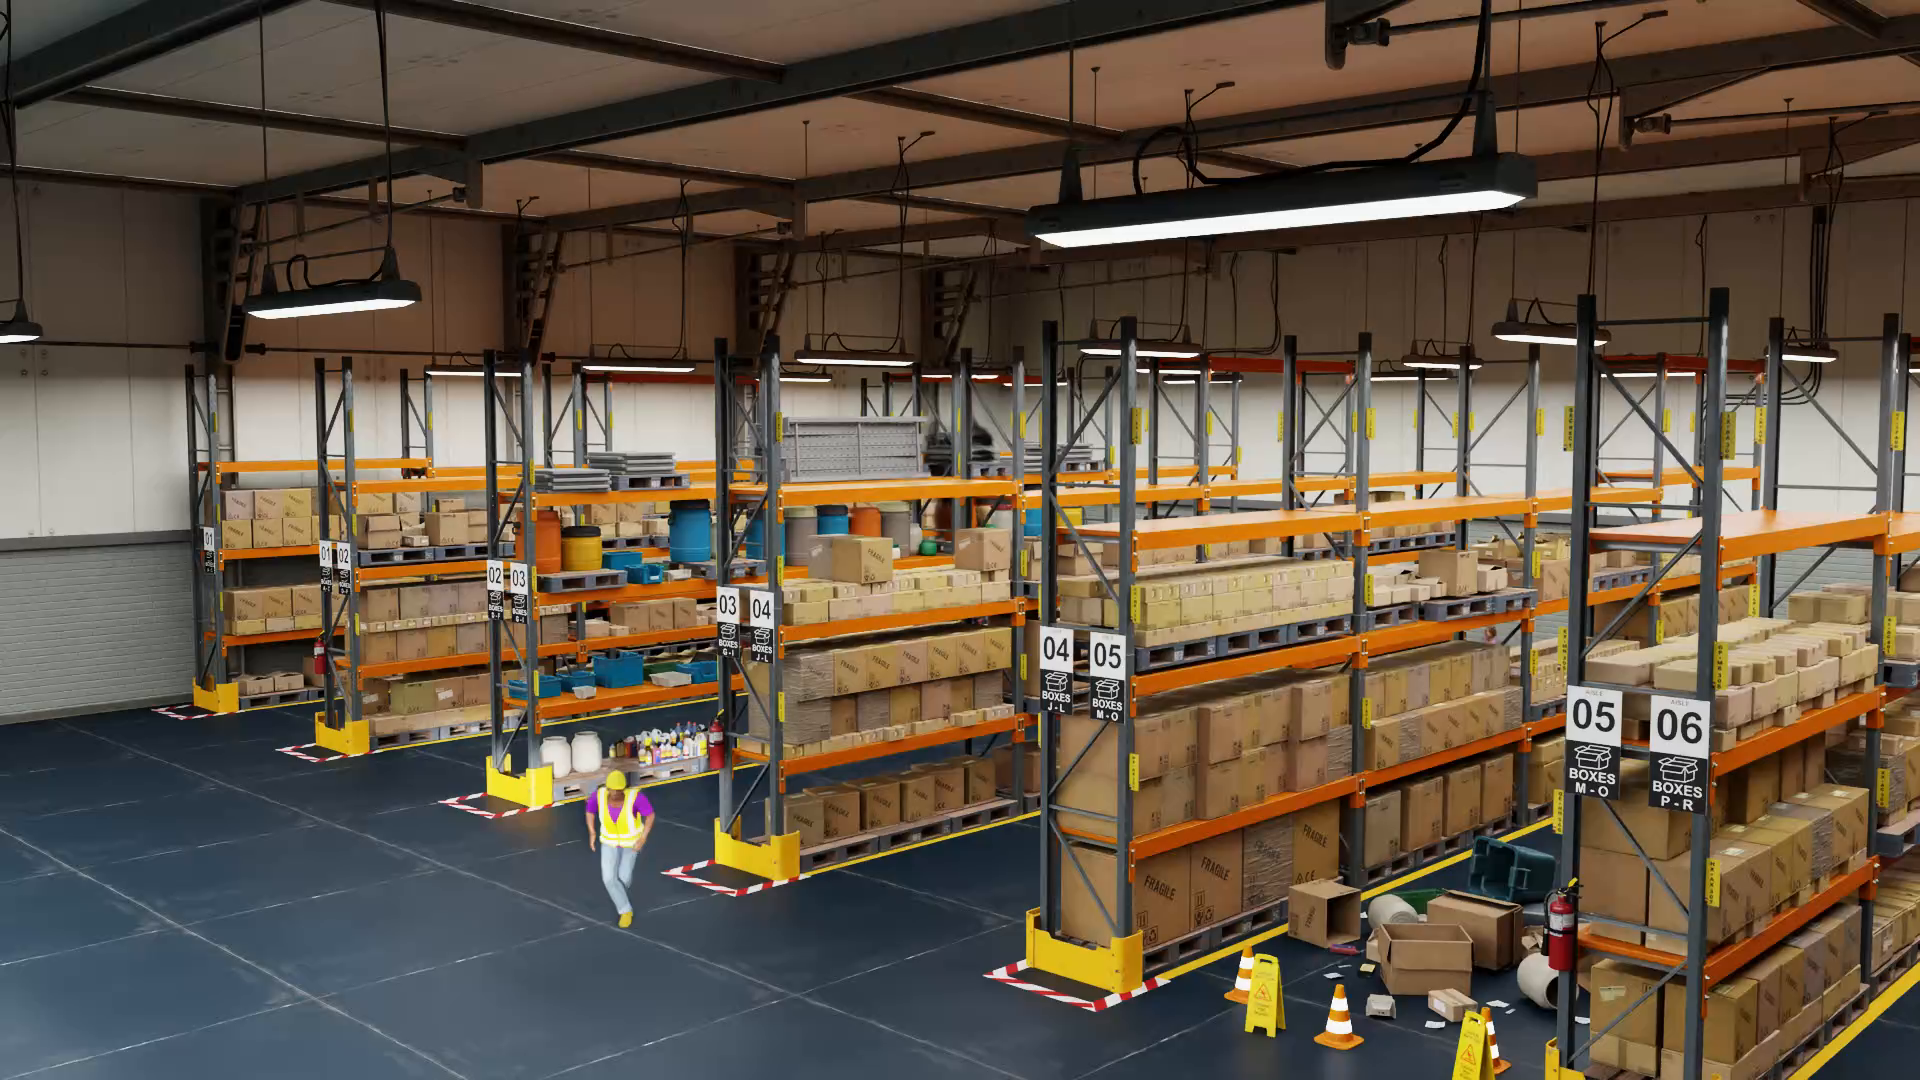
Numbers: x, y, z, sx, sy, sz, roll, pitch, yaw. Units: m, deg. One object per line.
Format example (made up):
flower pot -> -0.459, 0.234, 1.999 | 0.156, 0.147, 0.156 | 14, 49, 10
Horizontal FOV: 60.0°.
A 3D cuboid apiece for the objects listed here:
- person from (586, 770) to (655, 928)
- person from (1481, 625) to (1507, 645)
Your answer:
person -> -3.445, 3.084, 16.948 | 0.701, 1.641, 1.056 | 0, 4, -3
person -> 8.988, 2.238, 28.057 | 0.640, 1.620, 0.481 | -3, 5, -37
